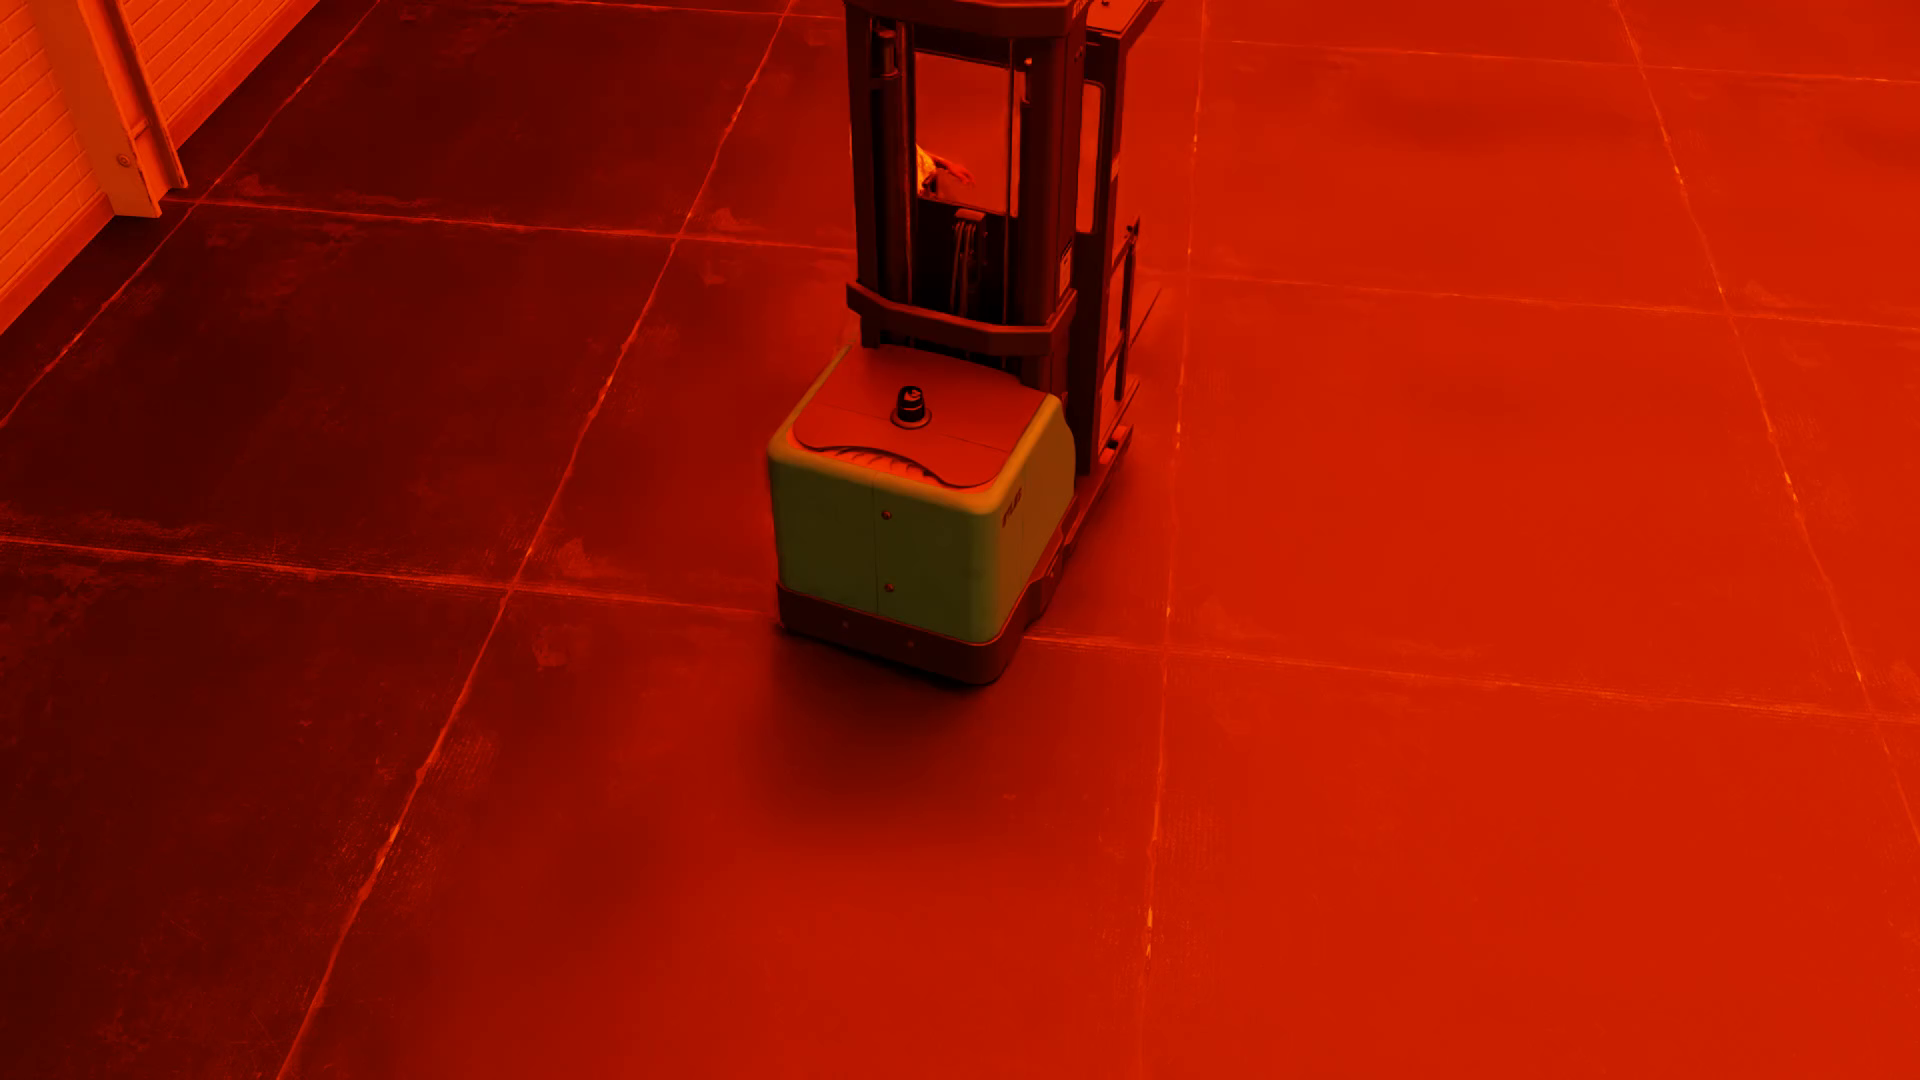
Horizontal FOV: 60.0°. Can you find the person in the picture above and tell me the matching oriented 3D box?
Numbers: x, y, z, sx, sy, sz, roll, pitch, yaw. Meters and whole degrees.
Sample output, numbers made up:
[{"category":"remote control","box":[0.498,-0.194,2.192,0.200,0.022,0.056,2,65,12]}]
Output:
[{"category":"person","box":[-0.206,-1.561,8.363,0.838,1.687,0.756,-31,51,-30]}]

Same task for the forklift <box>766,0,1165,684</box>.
[{"category":"forklift","box":[0.219,-1.470,7.324,1.130,2.935,3.031,15,45,16]}]
